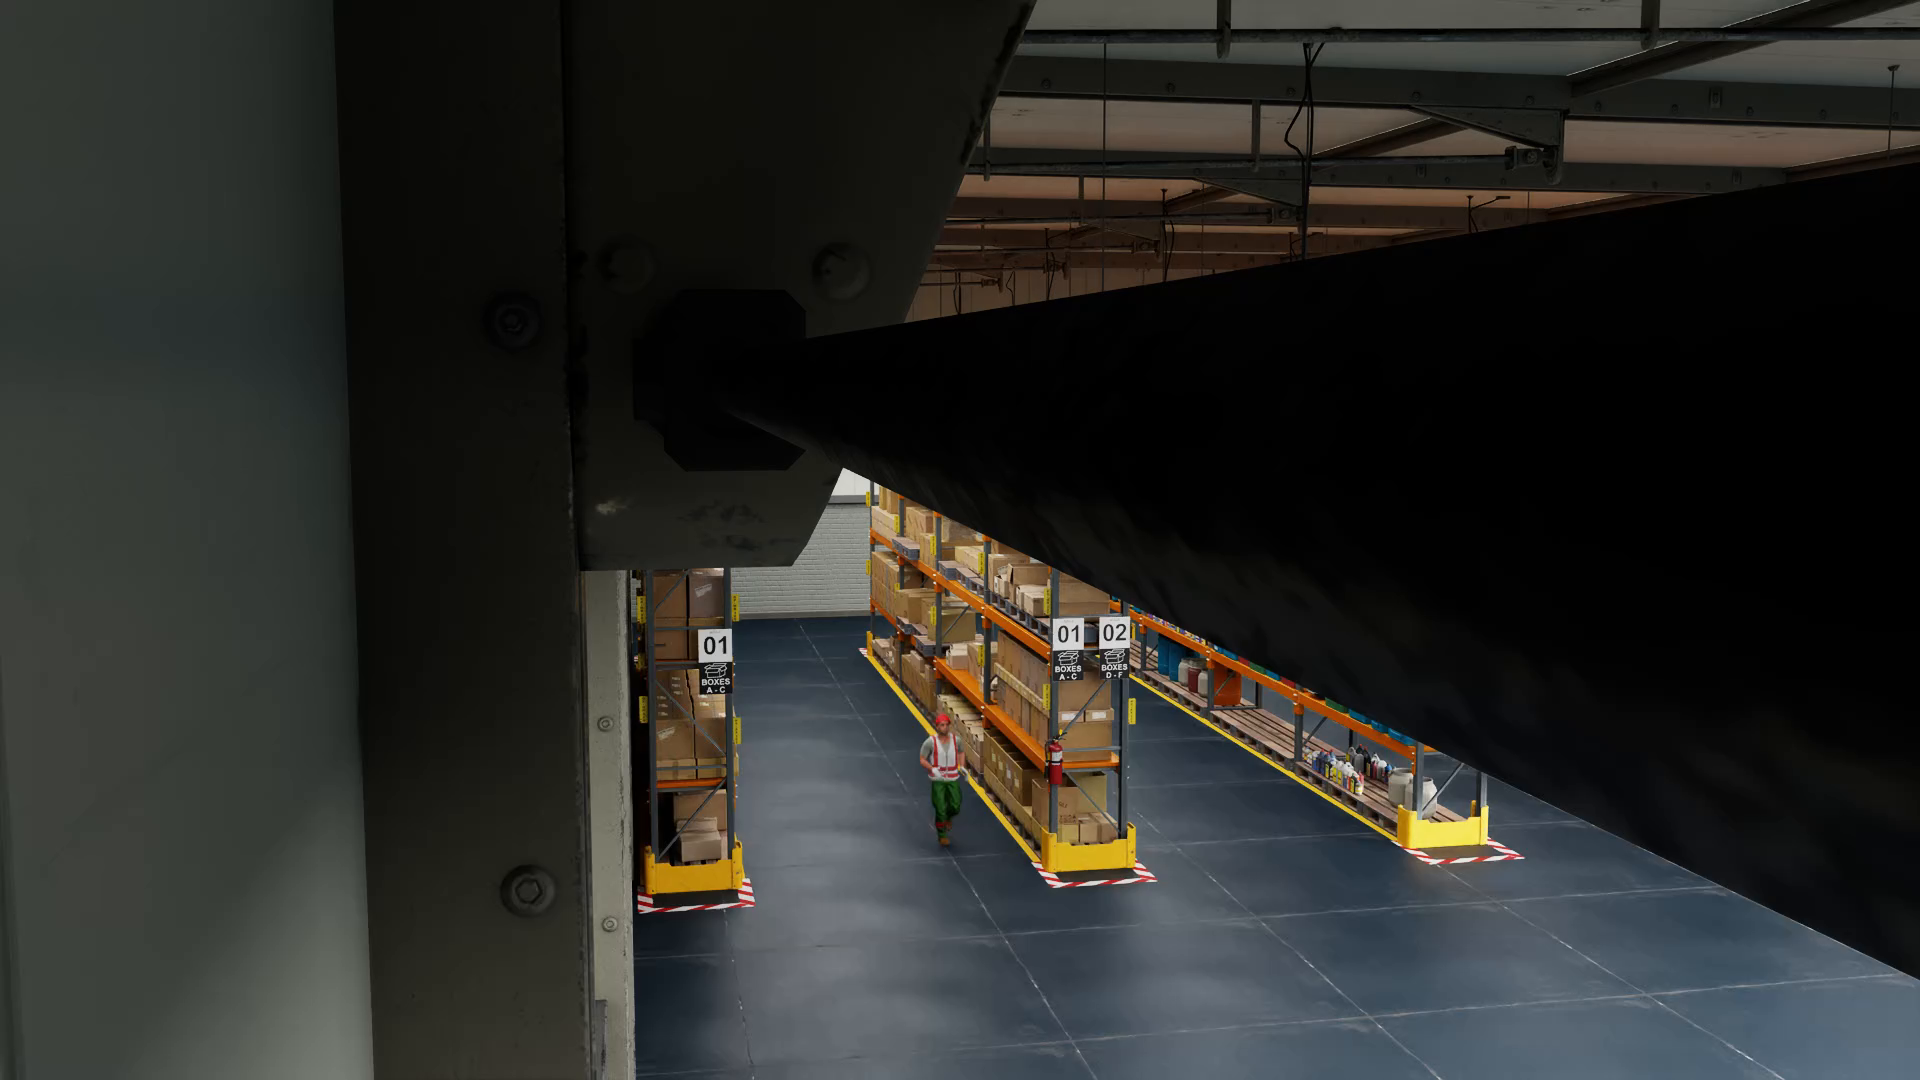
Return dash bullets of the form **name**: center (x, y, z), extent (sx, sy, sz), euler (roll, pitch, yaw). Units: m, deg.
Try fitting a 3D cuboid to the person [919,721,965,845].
- **person**: center (-0.211, 3.194, 22.036), extent (0.655, 1.693, 0.564), euler (-2, 6, -15)
